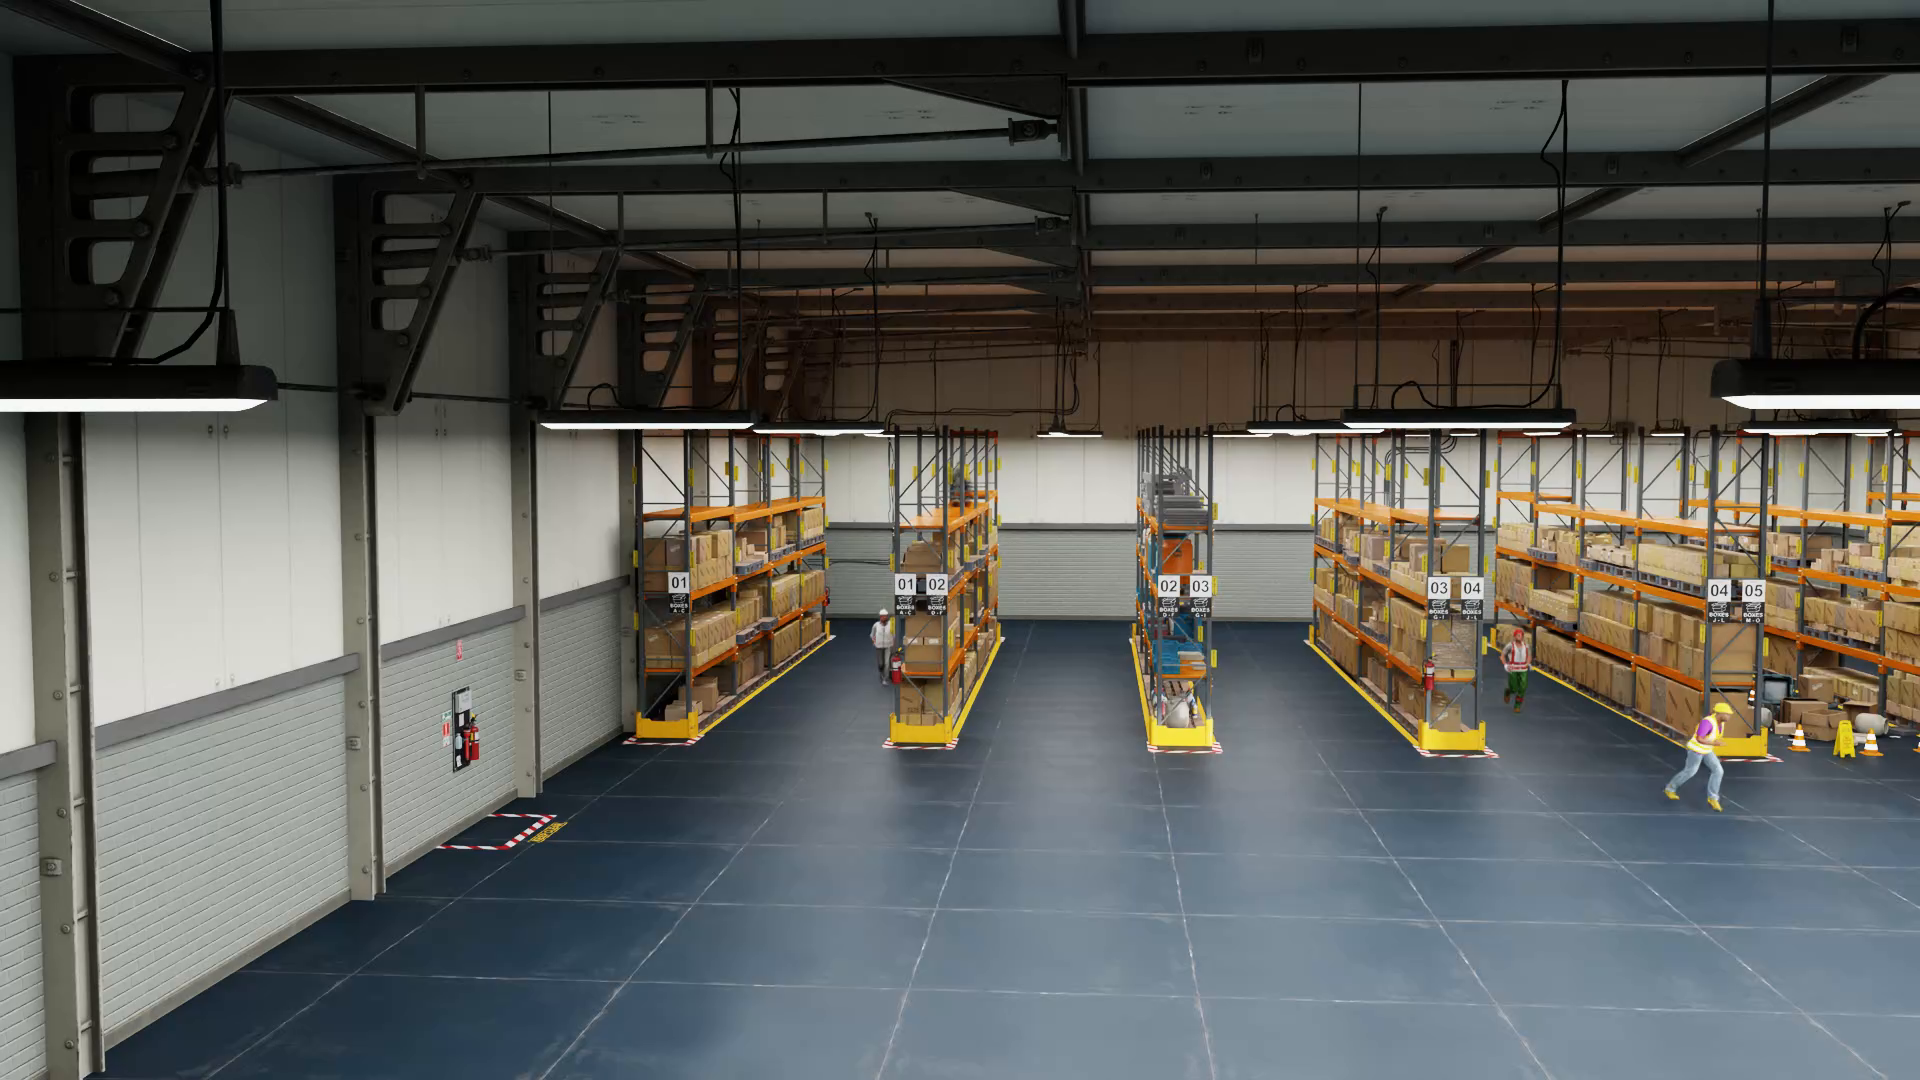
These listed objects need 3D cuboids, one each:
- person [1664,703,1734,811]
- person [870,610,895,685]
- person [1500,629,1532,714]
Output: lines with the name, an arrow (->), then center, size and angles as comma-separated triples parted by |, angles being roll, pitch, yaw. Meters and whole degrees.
person -> 11.542, 3.353, 25.968 | 0.745, 1.716, 1.035 | -3, 5, -42
person -> -1.781, 2.499, 39.101 | 0.650, 1.754, 0.876 | 0, 3, 0
person -> 11.748, 2.755, 35.047 | 0.671, 1.748, 0.690 | 0, 3, -2
